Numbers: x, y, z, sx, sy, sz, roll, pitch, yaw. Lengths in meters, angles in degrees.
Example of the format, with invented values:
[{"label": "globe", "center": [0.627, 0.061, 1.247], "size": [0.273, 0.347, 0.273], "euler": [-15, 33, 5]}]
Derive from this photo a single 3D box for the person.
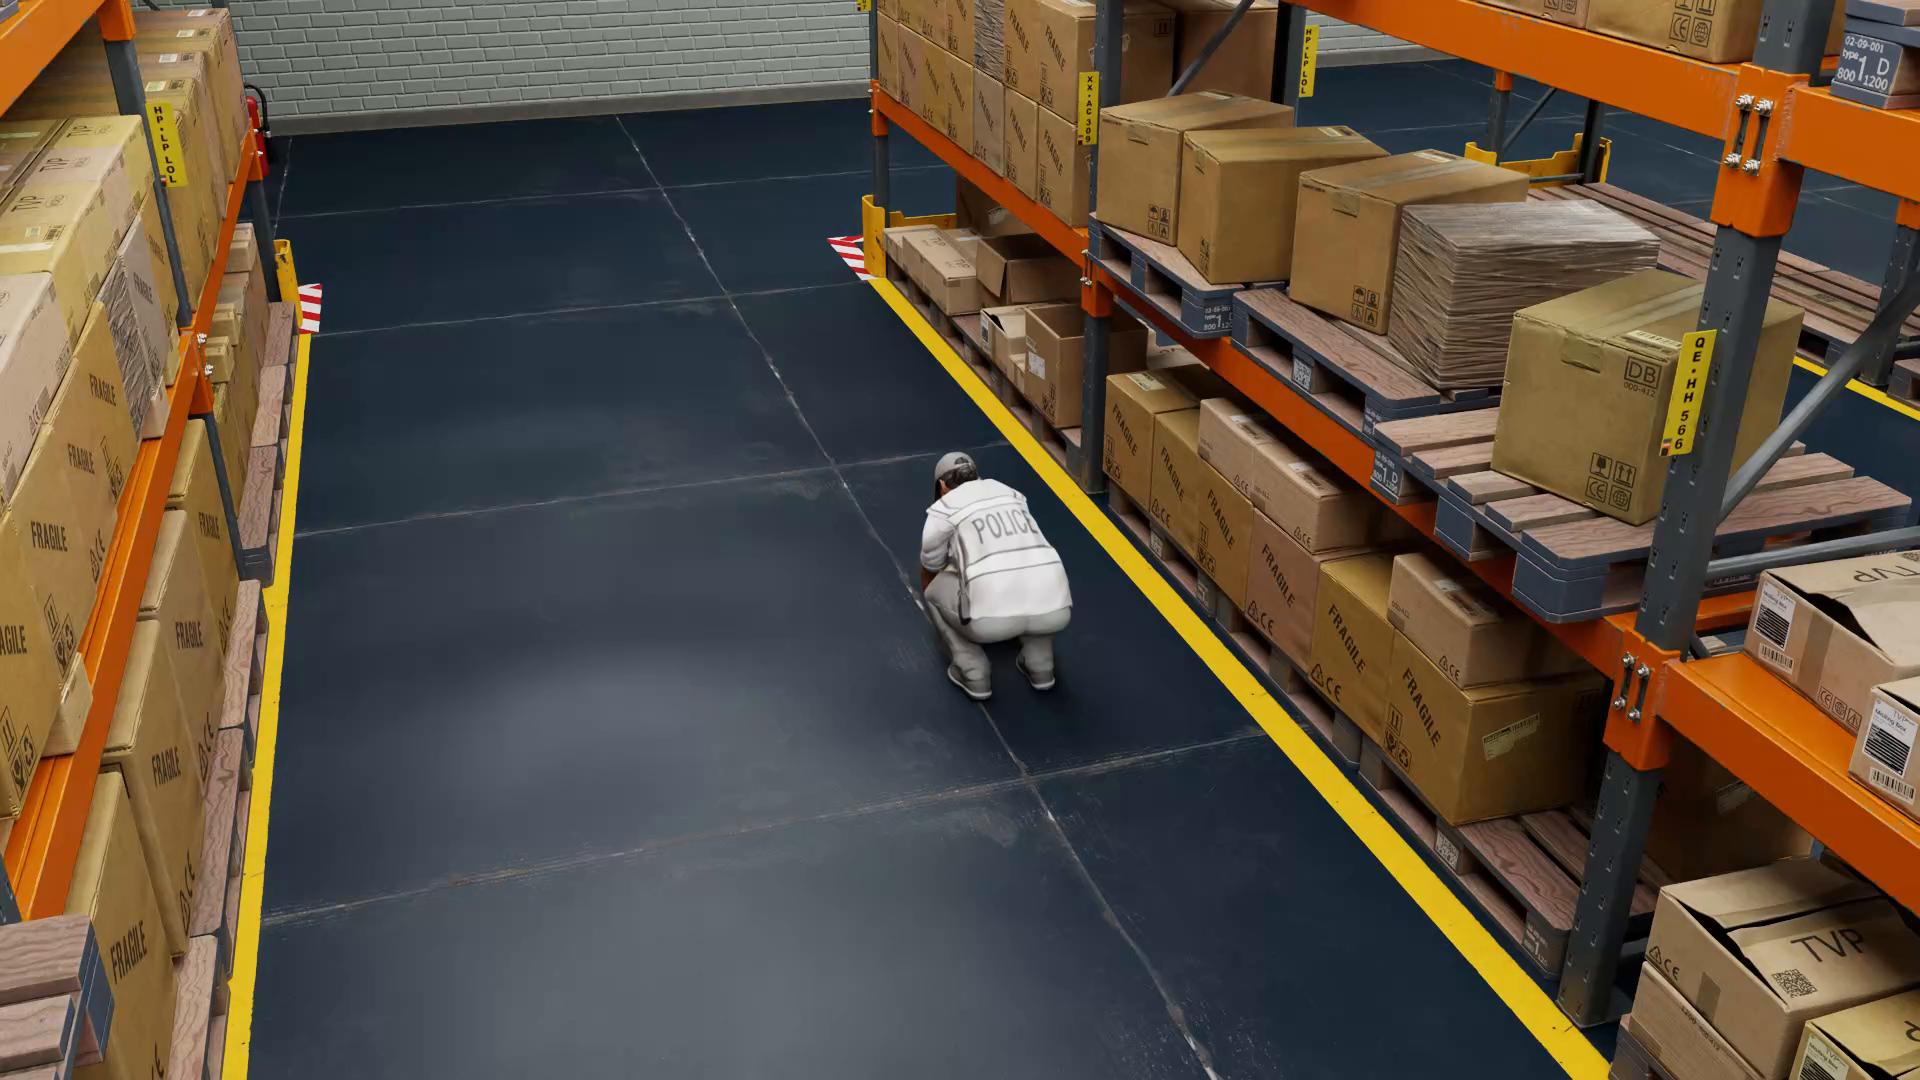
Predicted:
[{"label": "person", "center": [0.131, 0.153, 6.747], "size": [0.524, 0.837, 0.867], "euler": [-8, 28, -15]}]
